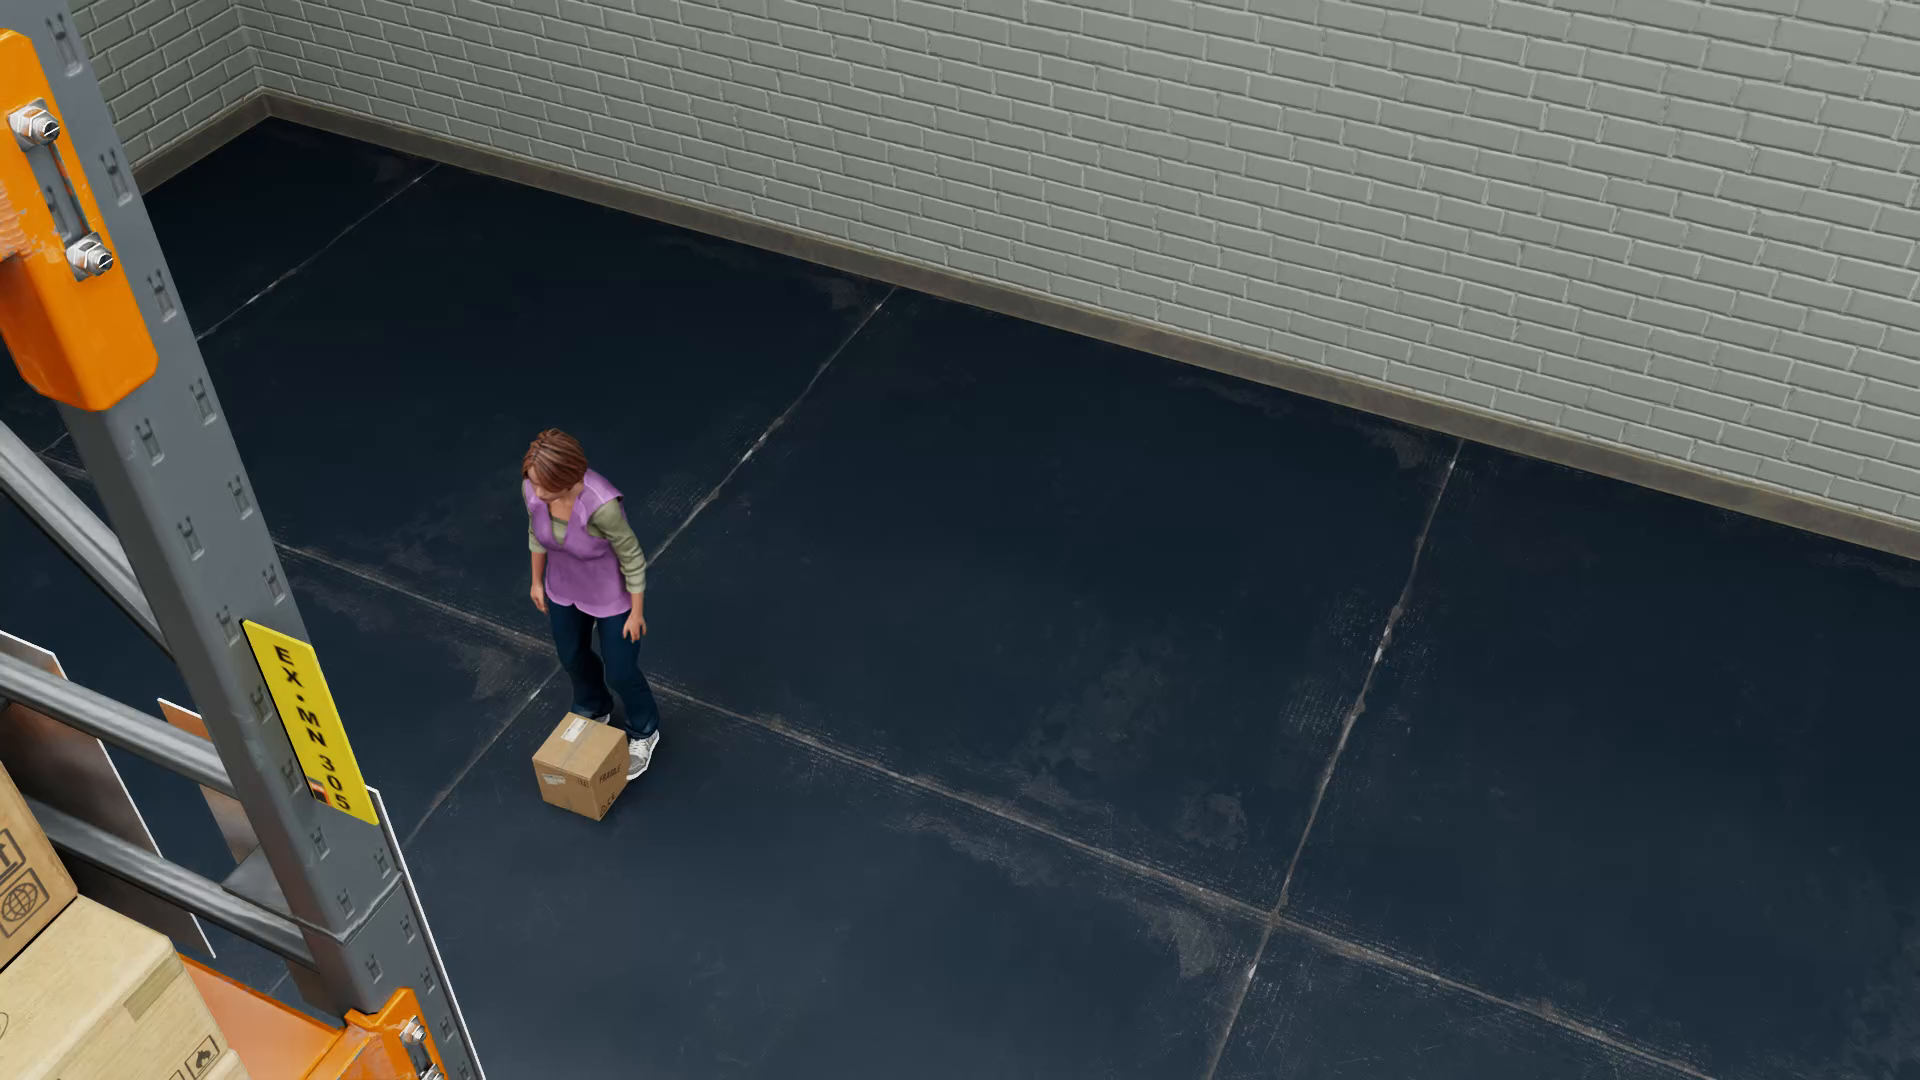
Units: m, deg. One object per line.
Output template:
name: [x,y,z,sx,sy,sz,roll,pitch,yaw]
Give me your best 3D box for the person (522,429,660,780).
person: [-1.318,0.210,5.940,0.472,1.593,0.350,17,45,17]
